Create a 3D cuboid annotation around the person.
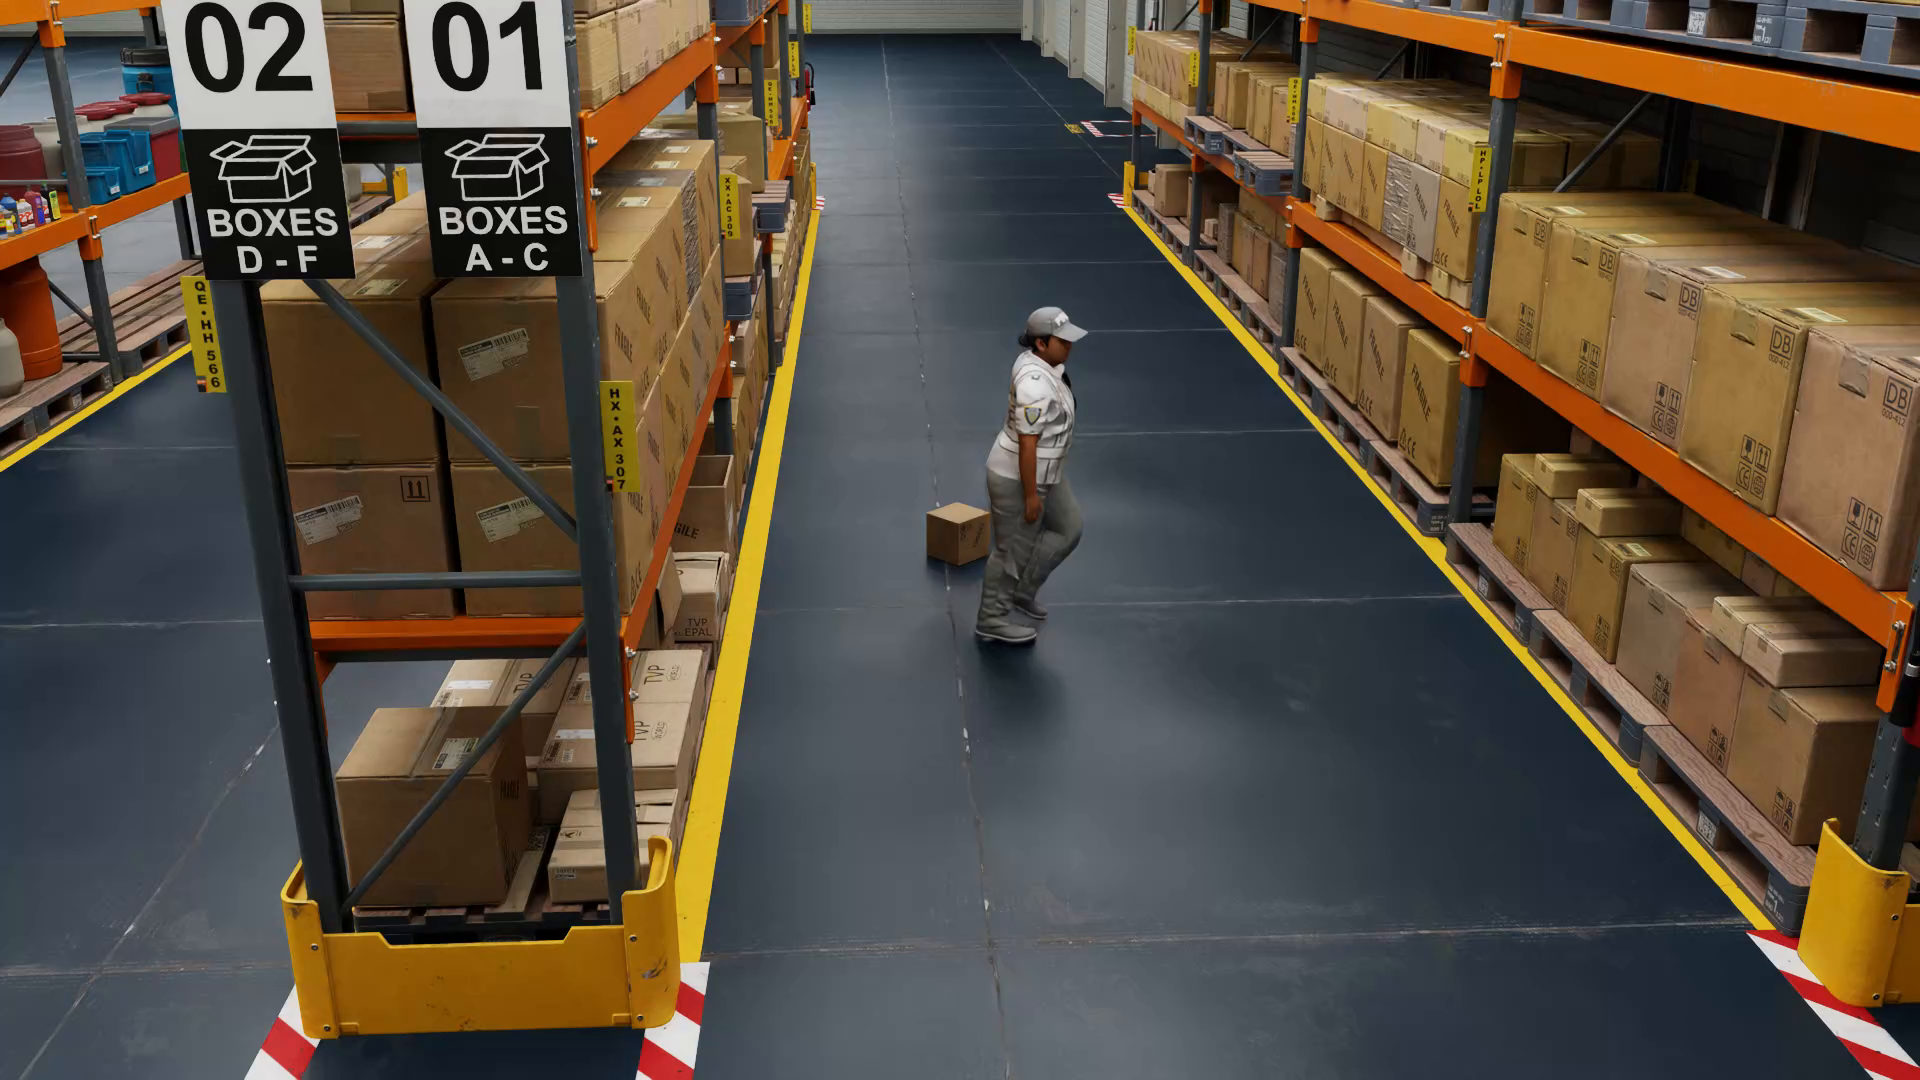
[{"bbox_3d":[0.331,-0.295,7.825,0.511,1.647,0.527,3,21,9],"label":"person"}]
